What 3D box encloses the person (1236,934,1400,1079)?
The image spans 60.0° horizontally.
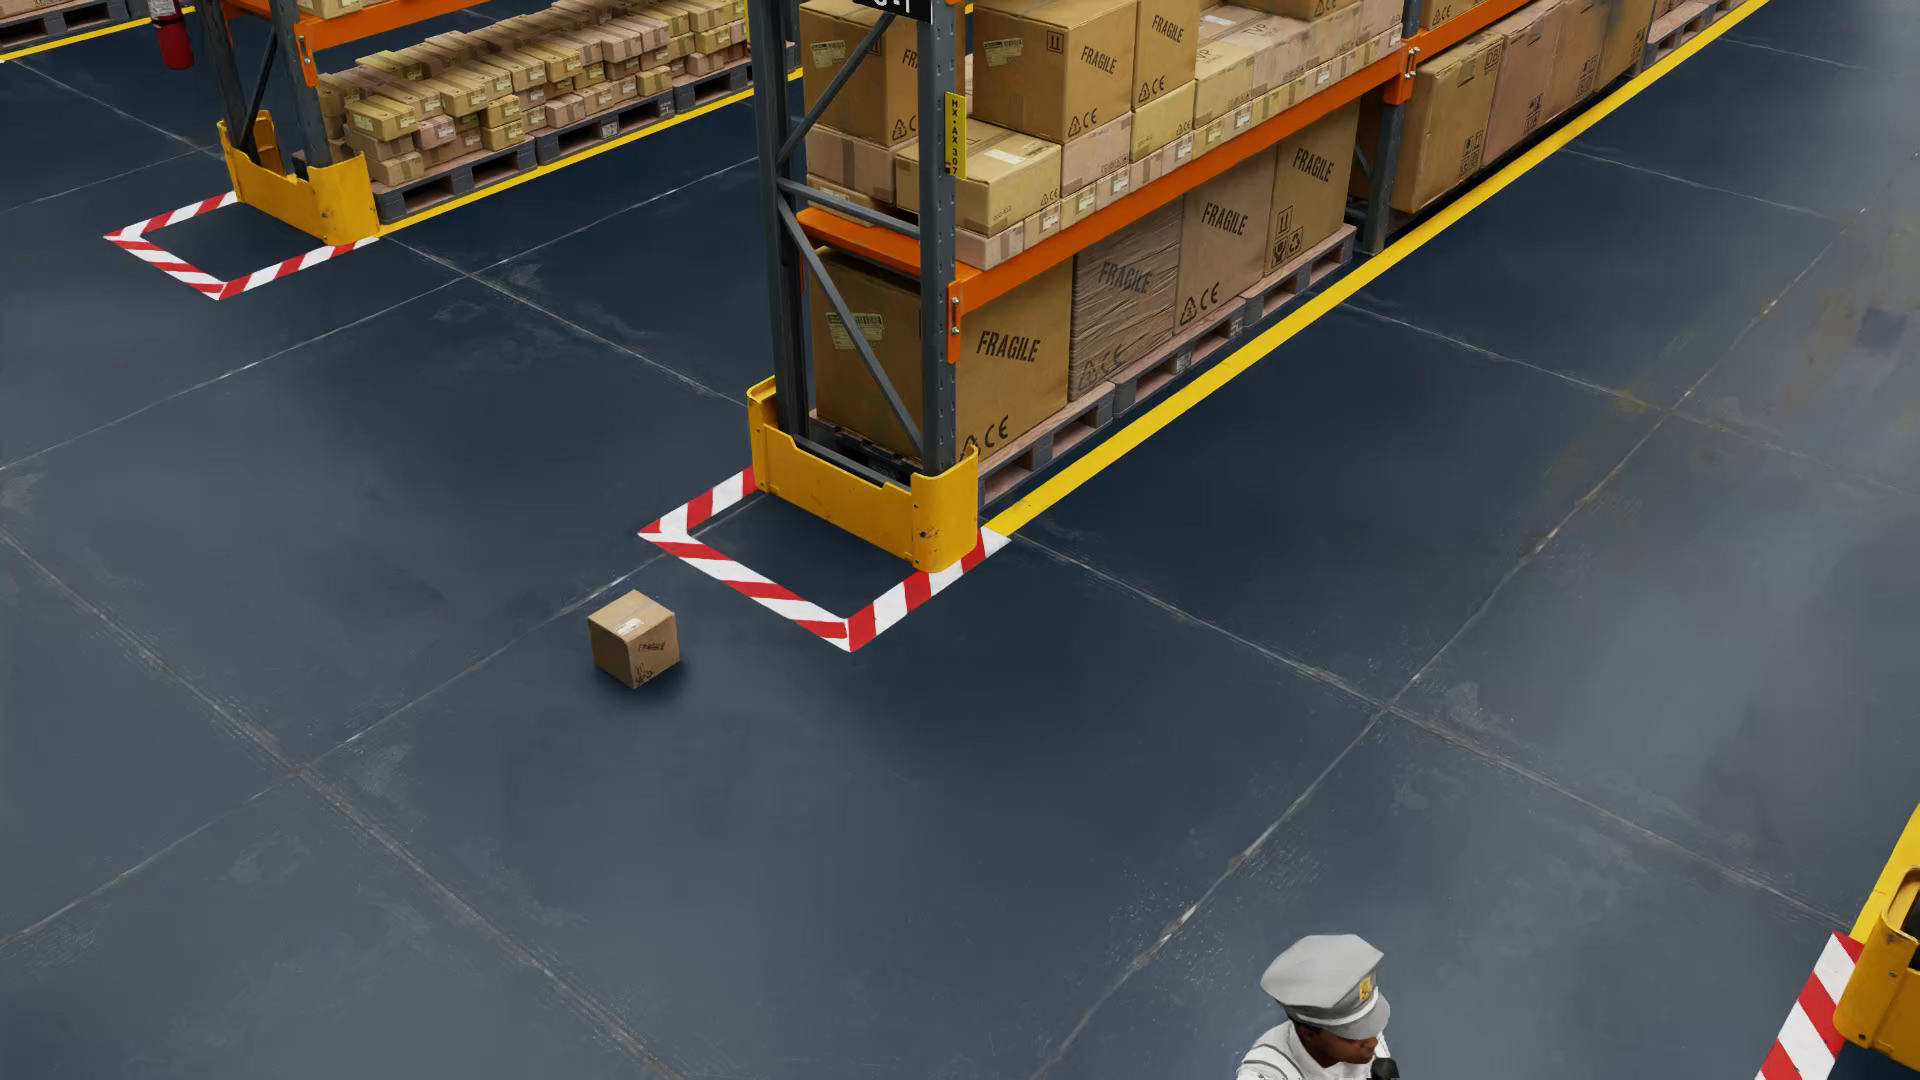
[{"bbox_3d":[0.822,1.578,3.868,0.449,1.632,0.988,-19,39,-25],"label":"person"}]
